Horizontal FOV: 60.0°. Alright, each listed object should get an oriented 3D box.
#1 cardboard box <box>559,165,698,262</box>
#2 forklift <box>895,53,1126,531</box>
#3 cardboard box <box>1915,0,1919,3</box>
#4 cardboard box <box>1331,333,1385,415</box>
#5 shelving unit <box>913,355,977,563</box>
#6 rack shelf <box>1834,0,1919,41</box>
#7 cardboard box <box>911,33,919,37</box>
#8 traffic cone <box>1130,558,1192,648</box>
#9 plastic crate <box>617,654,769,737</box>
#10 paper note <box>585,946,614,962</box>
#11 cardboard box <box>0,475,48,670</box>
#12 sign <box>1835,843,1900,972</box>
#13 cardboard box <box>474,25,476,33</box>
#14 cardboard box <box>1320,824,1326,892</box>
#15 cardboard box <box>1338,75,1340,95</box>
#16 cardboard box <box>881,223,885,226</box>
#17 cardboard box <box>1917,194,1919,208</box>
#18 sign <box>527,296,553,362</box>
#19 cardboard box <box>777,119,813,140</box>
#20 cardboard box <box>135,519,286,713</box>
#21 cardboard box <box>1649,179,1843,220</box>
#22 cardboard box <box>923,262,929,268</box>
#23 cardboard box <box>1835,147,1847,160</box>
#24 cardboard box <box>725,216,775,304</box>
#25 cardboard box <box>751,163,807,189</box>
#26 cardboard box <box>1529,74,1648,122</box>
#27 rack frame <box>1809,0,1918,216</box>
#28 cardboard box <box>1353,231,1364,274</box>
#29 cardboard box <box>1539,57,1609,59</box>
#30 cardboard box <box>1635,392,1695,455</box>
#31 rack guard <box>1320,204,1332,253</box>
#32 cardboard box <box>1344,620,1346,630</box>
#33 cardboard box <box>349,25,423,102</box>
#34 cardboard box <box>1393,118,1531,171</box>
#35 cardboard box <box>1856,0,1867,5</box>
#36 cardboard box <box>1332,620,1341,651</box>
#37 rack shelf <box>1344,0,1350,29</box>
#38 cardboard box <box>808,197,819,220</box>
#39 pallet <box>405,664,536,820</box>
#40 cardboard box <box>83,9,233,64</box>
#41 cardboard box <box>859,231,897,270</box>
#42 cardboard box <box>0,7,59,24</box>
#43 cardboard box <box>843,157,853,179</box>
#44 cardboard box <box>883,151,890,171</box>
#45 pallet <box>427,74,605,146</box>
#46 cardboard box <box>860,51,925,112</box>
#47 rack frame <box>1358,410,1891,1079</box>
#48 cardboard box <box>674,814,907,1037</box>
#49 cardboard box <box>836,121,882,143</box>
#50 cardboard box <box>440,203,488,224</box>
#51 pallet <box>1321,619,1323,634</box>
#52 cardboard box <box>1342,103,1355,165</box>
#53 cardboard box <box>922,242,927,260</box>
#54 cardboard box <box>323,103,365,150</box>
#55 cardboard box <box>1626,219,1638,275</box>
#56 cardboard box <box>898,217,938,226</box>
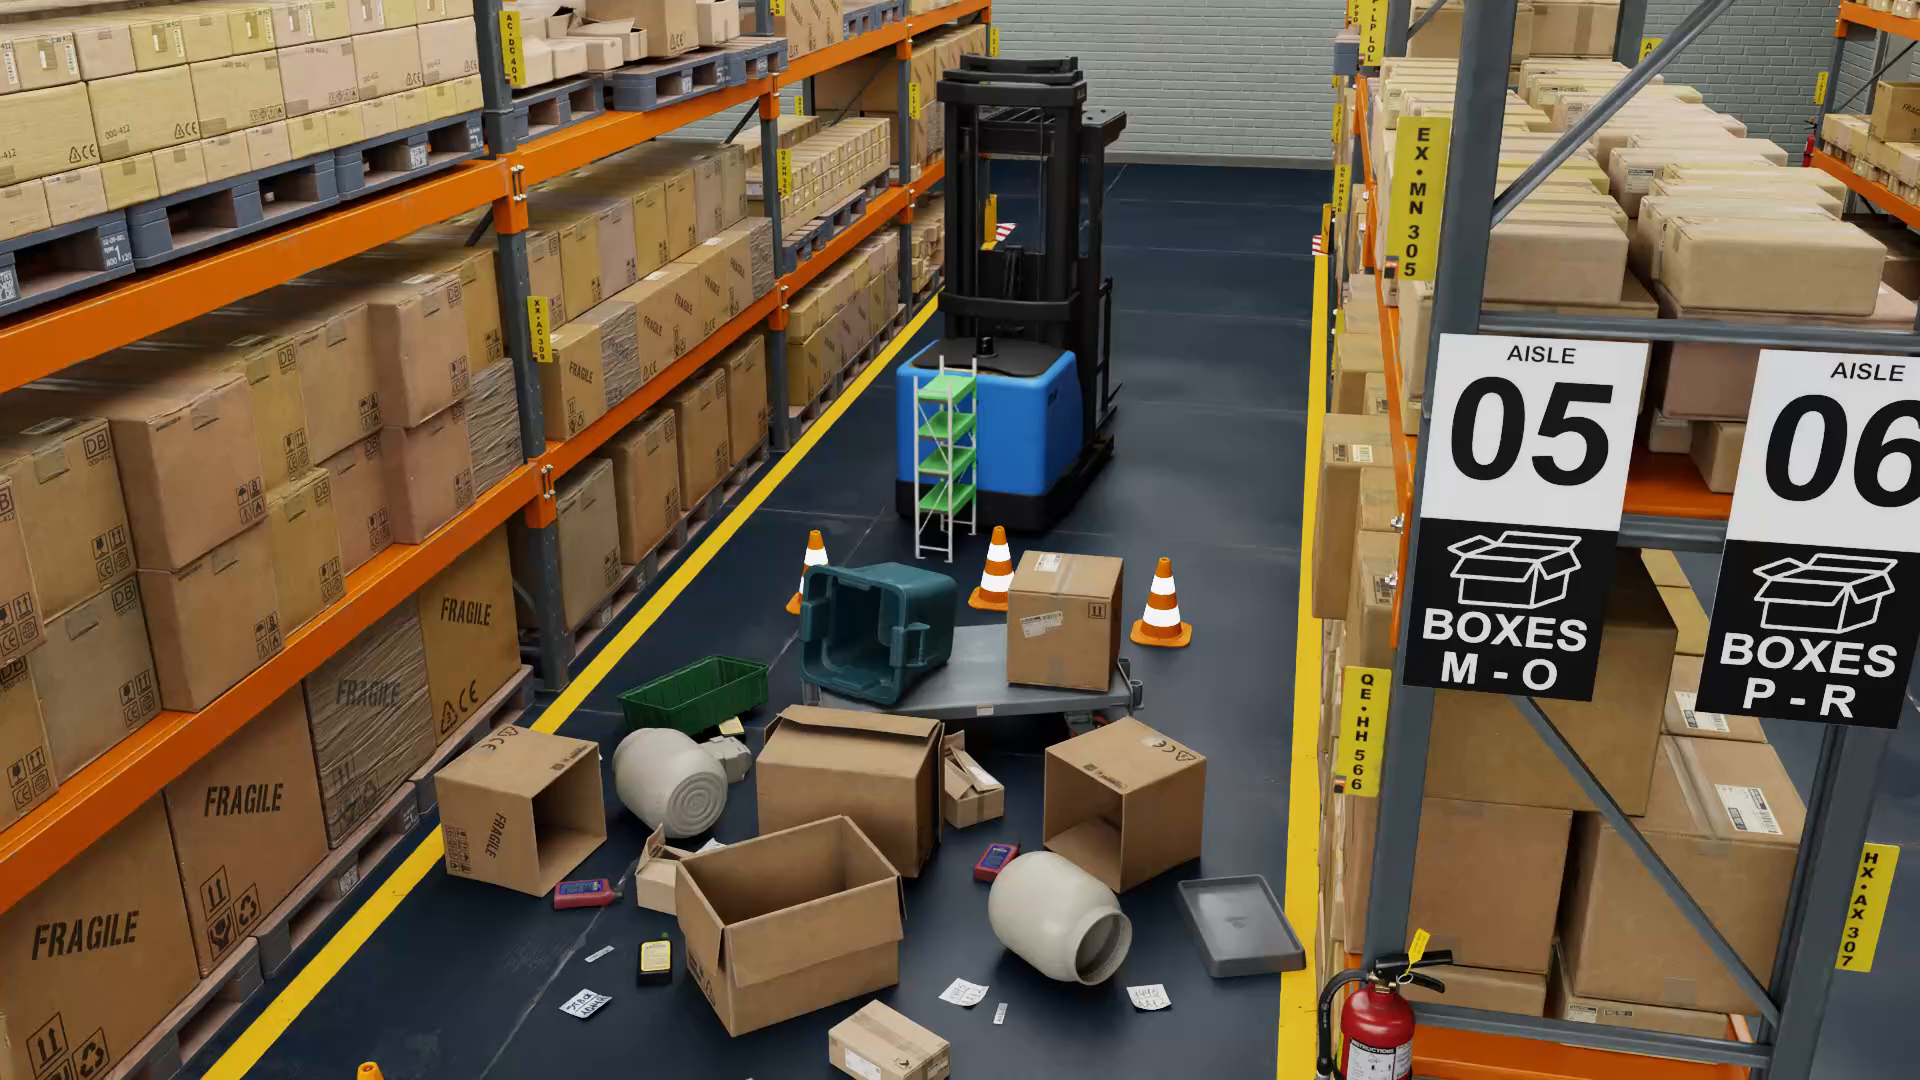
[{"bbox_3d":[-2.087,-2.069,10.503,0.700,0.500,0.500,4,22,10],"label":"cardboard box"},{"bbox_3d":[0.513,-1.942,11.751,1.130,2.935,3.031,7,23,17],"label":"forklift"},{"bbox_3d":[8.826,-4.873,14.726,0.500,0.250,0.500,5,22,12],"label":"cardboard box"},{"bbox_3d":[1.713,-0.429,6.033,0.700,0.500,0.500,4,22,10],"label":"cardboard box"},{"bbox_3d":[-0.089,-0.513,10.520,0.258,1.200,0.503,7,23,17],"label":"shelving unit"},{"bbox_3d":[9.170,-4.630,15.281,1.077,0.370,4.000,4,22,11],"label":"rack shelf"},{"bbox_3d":[-0.725,-5.151,17.759,0.500,0.500,0.500,4,22,10],"label":"cardboard box"},{"bbox_3d":[1.152,0.325,9.428,0.336,0.463,0.334,4,22,11],"label":"traffic cone"},{"bbox_3d":[-1.350,0.809,8.517,0.450,0.188,0.662,7,21,42],"label":"plastic crate"},{"bbox_3d":[-1.452,1.668,6.699,0.032,0.001,0.123,18,28,38],"label":"paper note"},{"bbox_3d":[-3.300,0.128,4.875,0.875,0.550,0.550,4,22,11],"label":"cardboard box"},{"bbox_3d":[1.984,0.811,3.666,0.100,0.325,0.005,4,22,11],"label":"sign"},{"bbox_3d":[-2.610,-2.466,8.450,0.500,0.250,0.500,5,22,11],"label":"cardboard box"},{"bbox_3d":[1.681,1.374,6.544,0.500,0.250,0.500,4,22,10],"label":"cardboard box"},{"bbox_3d":[4.341,-5.037,17.872,0.500,0.500,0.500,4,22,10],"label":"cardboard box"},{"bbox_3d":[-0.996,-3.239,17.339,0.380,0.149,0.250,3,22,8],"label":"cardboard box"},{"bbox_3d":[8.611,-2.957,14.516,0.380,0.149,0.250,5,22,12],"label":"cardboard box"},{"bbox_3d":[-2.054,-1.029,8.128,0.100,0.325,0.005,4,22,11],"label":"sign"},{"bbox_3d":[-1.546,-3.701,15.005,0.380,0.149,0.250,5,22,12],"label":"cardboard box"},{"bbox_3d":[-3.054,0.224,6.081,0.875,0.550,0.550,4,22,11],"label":"cardboard box"},{"bbox_3d":[1.872,-0.768,3.999,0.380,0.149,0.250,4,22,11],"label":"cardboard box"},{"bbox_3d":[-0.522,-2.731,16.874,0.380,0.149,0.250,4,22,11],"label":"cardboard box"},{"bbox_3d":[9.236,-3.991,17.084,0.380,0.149,0.250,5,22,12],"label":"cardboard box"},{"bbox_3d":[-1.610,-1.956,11.562,0.500,0.500,0.500,4,22,11],"label":"cardboard box"},{"bbox_3d":[-1.391,-2.791,12.747,0.380,0.149,0.250,4,22,11],"label":"cardboard box"},{"bbox_3d":[2.300,-1.615,6.101,0.380,0.149,0.250,5,22,12],"label":"cardboard box"},{"bbox_3d":[9.578,-4.303,17.524,1.000,3.000,0.127,4,22,11],"label":"rack frame"},{"bbox_3d":[2.456,-1.419,9.267,0.500,0.500,0.500,4,22,9],"label":"cardboard box"},{"bbox_3d":[2.883,-2.177,7.867,0.500,0.250,0.500,4,22,10],"label":"cardboard box"},{"bbox_3d":[1.805,-0.303,3.912,0.380,0.149,0.250,4,22,9],"label":"cardboard box"},{"bbox_3d":[4.723,-3.530,18.949,1.175,0.500,0.348,4,22,11],"label":"rack guard"},{"bbox_3d":[1.712,0.032,6.228,0.500,0.500,0.500,4,22,10],"label":"cardboard box"},{"bbox_3d":[-2.550,-1.949,6.768,0.500,0.250,0.500,4,22,11],"label":"cardboard box"},{"bbox_3d":[1.513,-1.183,5.030,0.380,0.149,0.250,5,22,12],"label":"cardboard box"},{"bbox_3d":[9.285,-5.479,16.765,0.380,0.149,0.250,5,22,12],"label":"cardboard box"},{"bbox_3d":[1.800,0.377,7.150,0.380,0.149,0.250,5,22,12],"label":"cardboard box"},{"bbox_3d":[4.310,-5.007,16.218,1.077,0.370,4.000,4,22,11],"label":"rack shelf"},{"bbox_3d":[-1.329,-2.617,13.111,0.380,0.149,0.250,5,23,13],"label":"cardboard box"},{"bbox_3d":[-2.829,0.934,8.253,1.003,0.211,1.213,4,22,11],"label":"pallet"},{"bbox_3d":[-2.721,-1.711,5.645,0.380,0.149,0.250,5,22,12],"label":"cardboard box"},{"bbox_3d":[-0.869,-2.649,15.197,0.500,0.250,0.500,4,22,9],"label":"cardboard box"},{"bbox_3d":[-3.366,-1.762,5.771,0.380,0.149,0.250,5,22,11],"label":"cardboard box"},{"bbox_3d":[-1.118,-3.131,13.989,0.380,0.149,0.250,5,22,11],"label":"cardboard box"},{"bbox_3d":[-0.852,-3.476,15.243,0.380,0.149,0.250,4,22,10],"label":"cardboard box"},{"bbox_3d":[-2.459,-2.274,8.725,0.805,0.209,1.217,4,22,9],"label":"pallet"},{"bbox_3d":[-0.634,-4.353,15.775,0.500,0.500,0.500,5,22,12],"label":"cardboard box"},{"bbox_3d":[1.453,1.171,3.930,1.000,3.000,0.127,4,22,11],"label":"rack frame"},{"bbox_3d":[-0.667,1.494,6.471,0.797,0.503,0.637,-11,25,-26],"label":"cardboard box"},{"bbox_3d":[-0.910,-3.652,14.884,0.380,0.149,0.250,4,22,9],"label":"cardboard box"},{"bbox_3d":[-5.587,-3.417,17.606,0.875,0.875,0.875,4,22,11],"label":"cardboard box"},{"bbox_3d":[2.673,0.269,9.902,1.003,0.211,1.213,4,22,11],"label":"pallet"},{"bbox_3d":[3.349,-3.217,13.355,0.500,0.500,0.500,4,22,10],"label":"cardboard box"},{"bbox_3d":[-0.542,-2.966,17.059,0.380,0.149,0.250,3,22,8],"label":"cardboard box"},{"bbox_3d":[-2.566,-1.619,6.484,0.380,0.149,0.250,5,22,12],"label":"cardboard box"},{"bbox_3d":[1.929,-0.636,4.204,0.500,0.250,0.500,4,22,10],"label":"cardboard box"},{"bbox_3d":[-0.437,-3.299,17.487,0.380,0.149,0.250,4,22,9],"label":"cardboard box"}]
